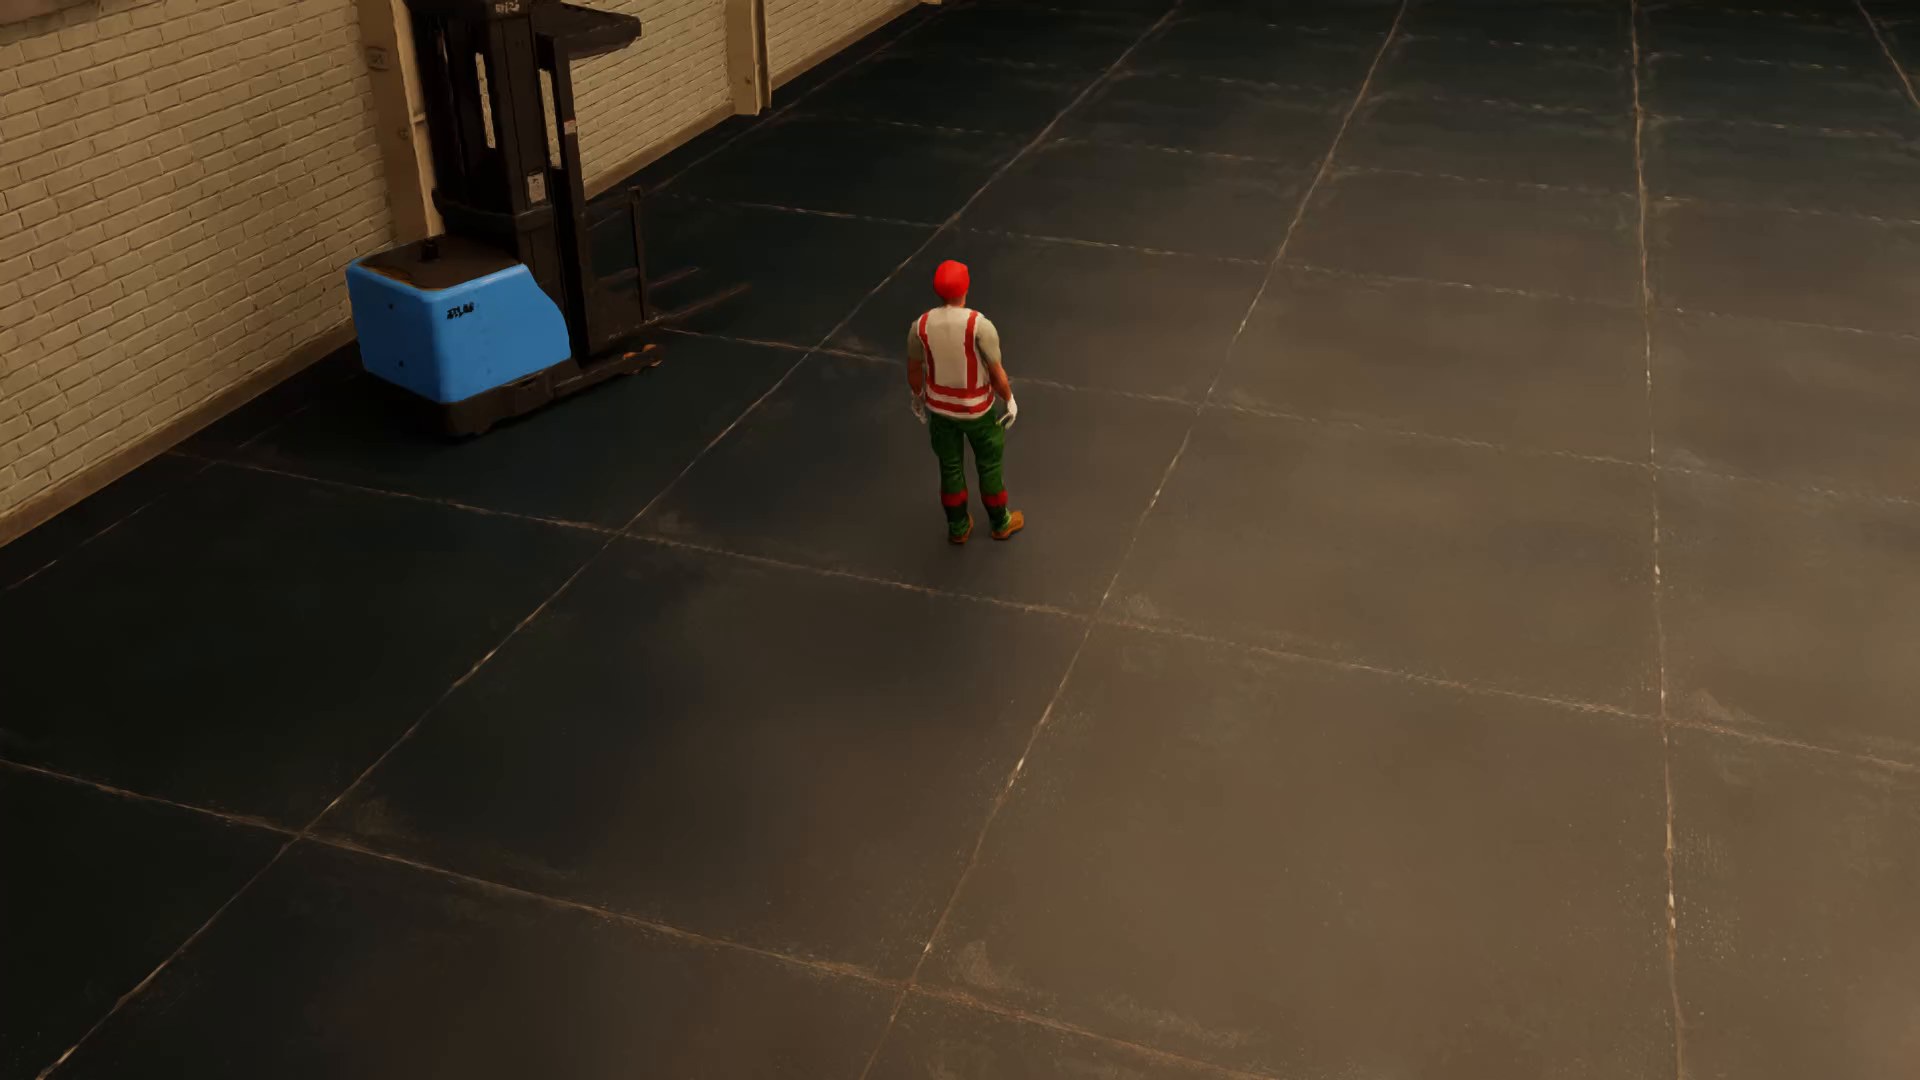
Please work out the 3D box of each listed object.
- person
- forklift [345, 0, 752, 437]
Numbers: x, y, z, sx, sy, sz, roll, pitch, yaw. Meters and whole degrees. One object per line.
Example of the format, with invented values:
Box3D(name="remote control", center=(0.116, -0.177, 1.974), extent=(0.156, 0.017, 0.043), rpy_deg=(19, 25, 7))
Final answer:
Box3D(name="person", center=(0.037, -0.819, 9.713), extent=(0.637, 1.787, 0.563), rpy_deg=(10, 31, 16))
Box3D(name="forklift", center=(-2.855, -2.628, 11.747), extent=(1.130, 2.935, 3.031), rpy_deg=(22, 36, 33))
